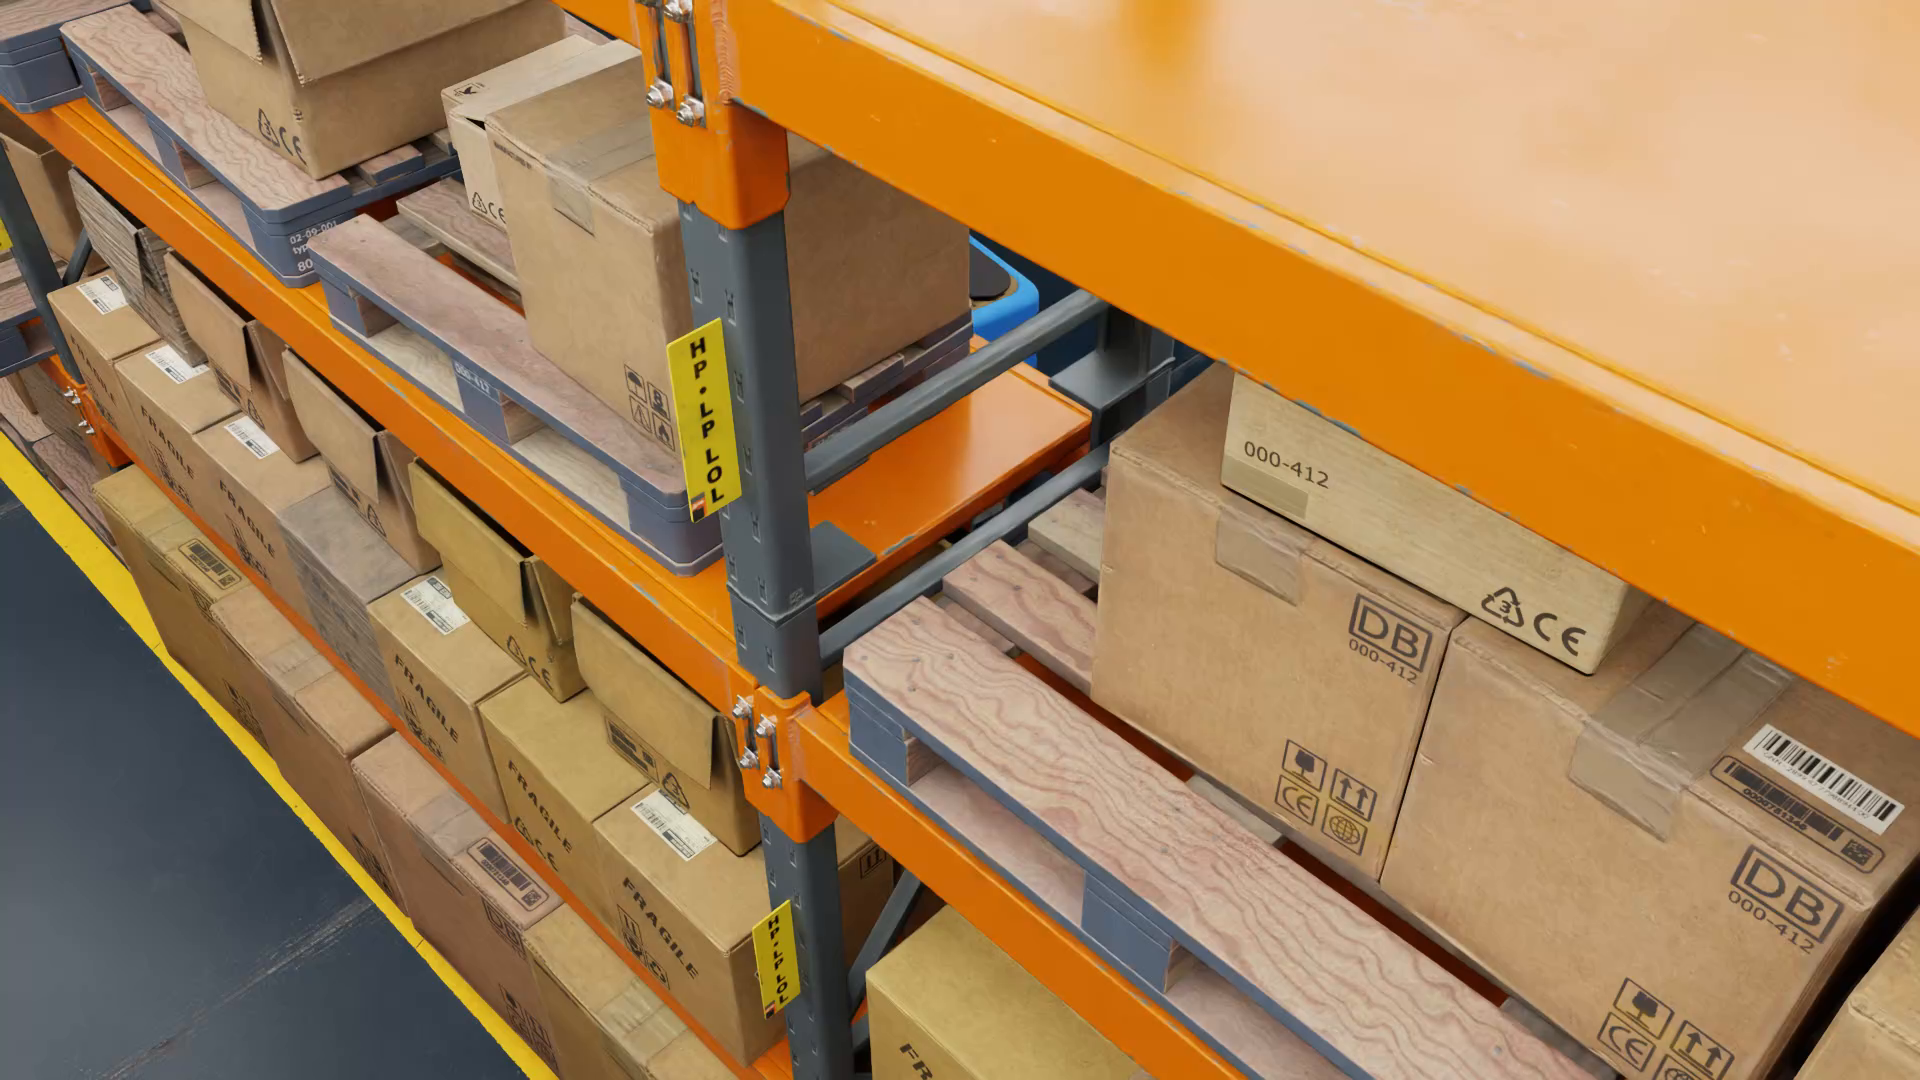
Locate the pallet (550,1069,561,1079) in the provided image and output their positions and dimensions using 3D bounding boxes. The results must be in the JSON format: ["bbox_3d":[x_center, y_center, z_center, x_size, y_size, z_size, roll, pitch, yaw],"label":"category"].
[{"bbox_3d":[-0.585,1.664,5.294,1.003,0.211,1.213,-34,53,-31],"label":"pallet"}]

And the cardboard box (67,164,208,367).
[{"bbox_3d":[-2.306,-0.994,5.303,0.797,0.503,0.637,-32,52,-30],"label":"cardboard box"}]

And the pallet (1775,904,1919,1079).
[{"bbox_3d":[1.441,0.889,1.933,1.003,0.211,1.213,-34,53,-31],"label":"pallet"}]

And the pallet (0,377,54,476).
[{"bbox_3d":[-4.219,-0.886,8.053,1.003,0.211,1.213,-34,53,-31],"label":"pallet"}]

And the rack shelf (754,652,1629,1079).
[{"bbox_3d":[1.426,1.098,2.172,1.077,0.370,4.000,-34,53,-31],"label":"rack shelf"}]

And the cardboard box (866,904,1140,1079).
[{"bbox_3d":[0.171,0.997,3.299,0.500,0.500,0.500,-34,53,-31],"label":"cardboard box"}]

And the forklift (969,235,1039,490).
[{"bbox_3d":[-0.924,-1.938,7.188,1.130,2.935,3.031,-26,49,-25],"label":"forklift"}]

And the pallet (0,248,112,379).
[{"bbox_3d":[-3.390,-1.169,6.446,1.213,0.211,1.003,-34,53,-31],"label":"pallet"}]

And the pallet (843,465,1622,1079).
[{"bbox_3d":[0.584,0.303,2.567,1.003,0.211,1.213,-34,53,-31],"label":"pallet"}]

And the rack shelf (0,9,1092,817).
[{"bbox_3d":[-1.399,-0.824,4.252,1.077,0.370,4.000,-34,53,-31],"label":"rack shelf"}]

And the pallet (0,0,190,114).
[{"bbox_3d":[-2.319,-1.696,4.804,1.213,0.211,1.003,-32,51,-30],"label":"pallet"}]

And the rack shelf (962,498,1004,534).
[{"bbox_3d":[0.047,-0.131,7.044,0.215,0.259,0.240,-28,50,-27],"label":"rack shelf"}]

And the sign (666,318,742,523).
[{"bbox_3d":[-0.364,-0.168,2.399,0.100,0.325,0.005,-34,53,-31],"label":"sign"}]

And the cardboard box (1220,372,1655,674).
[{"bbox_3d":[0.673,-0.176,2.010,0.500,0.250,0.500,31,51,29],"label":"cardboard box"}]

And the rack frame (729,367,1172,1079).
[{"bbox_3d":[0.014,0.974,3.986,1.000,3.000,0.127,-34,53,-31],"label":"rack frame"}]

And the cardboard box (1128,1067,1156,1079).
[{"bbox_3d":[0.513,1.238,3.039,0.500,0.500,0.500,-34,53,-31],"label":"cardboard box"}]

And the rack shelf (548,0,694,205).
[{"bbox_3d":[-1.399,-1.779,3.370,1.077,0.370,4.000,-34,53,-31],"label":"rack shelf"}]

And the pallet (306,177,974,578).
[{"bbox_3d":[-0.669,-0.474,3.484,1.217,0.209,0.805,32,52,30],"label":"pallet"}]

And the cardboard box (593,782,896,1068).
[{"bbox_3d":[-0.510,0.844,4.053,0.500,0.500,0.500,-34,52,-31],"label":"cardboard box"}]

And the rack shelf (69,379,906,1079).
[{"bbox_3d":[-1.399,0.277,5.270,1.077,0.370,4.000,-34,53,-31],"label":"rack shelf"}]

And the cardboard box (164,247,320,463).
[{"bbox_3d":[-1.848,-0.680,4.962,0.797,0.503,0.637,-33,52,-30],"label":"cardboard box"}]

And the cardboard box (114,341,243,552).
[{"bbox_3d":[-2.295,-0.374,5.371,0.500,0.500,0.500,33,52,30],"label":"cardboard box"}]

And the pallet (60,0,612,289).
[{"bbox_3d":[-1.527,-1.160,4.224,1.003,0.211,1.213,-32,51,-30],"label":"pallet"}]

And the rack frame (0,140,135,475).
[{"bbox_3d":[-2.811,-0.948,6.066,1.000,3.000,0.127,-34,53,-31],"label":"rack frame"}]

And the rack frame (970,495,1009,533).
[{"bbox_3d":[0.123,-0.278,6.777,0.200,1.050,0.008,-28,50,-27],"label":"rack frame"}]

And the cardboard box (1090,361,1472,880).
[{"bbox_3d":[0.609,-0.008,2.381,0.500,0.500,0.700,31,51,29],"label":"cardboard box"}]

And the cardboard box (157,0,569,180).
[{"bbox_3d":[-1.353,-1.270,3.819,0.637,0.503,0.797,34,52,31],"label":"cardboard box"}]

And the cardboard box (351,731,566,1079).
[{"bbox_3d":[-1.084,0.873,5.351,0.875,0.875,1.225,32,52,30],"label":"cardboard box"}]

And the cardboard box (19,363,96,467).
[{"bbox_3d":[-3.699,-0.764,7.385,0.500,0.500,0.700,30,50,28],"label":"cardboard box"}]

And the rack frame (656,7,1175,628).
[{"bbox_3d":[0.014,-1.229,1.950,1.000,3.000,0.127,-34,53,-31],"label":"rack frame"}]

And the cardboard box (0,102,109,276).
[{"bbox_3d":[-3.221,-1.379,6.149,0.500,0.500,0.500,28,50,27],"label":"cardboard box"}]

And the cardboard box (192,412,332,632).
[{"bbox_3d":[-1.930,-0.129,5.106,0.500,0.500,0.500,33,52,31],"label":"cardboard box"}]

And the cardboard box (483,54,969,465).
[{"bbox_3d":[-0.403,-0.592,3.088,0.700,0.500,0.500,-33,52,-30],"label":"cardboard box"}]

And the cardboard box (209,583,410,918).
[{"bbox_3d":[-1.714,0.452,5.807,1.225,0.875,0.875,-34,52,-31],"label":"cardboard box"}]

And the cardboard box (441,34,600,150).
[{"bbox_3d":[-0.932,-0.977,3.762,0.250,0.149,0.380,32,52,30],"label":"cardboard box"}]

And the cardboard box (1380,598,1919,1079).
[{"bbox_3d":[0.986,0.253,2.099,0.700,0.500,0.500,-31,51,-29],"label":"cardboard box"}]

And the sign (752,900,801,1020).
[{"bbox_3d":[-0.364,0.843,3.333,0.100,0.325,0.005,-34,53,-31],"label":"sign"}]

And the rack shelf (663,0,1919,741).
[{"bbox_3d":[1.426,0.143,1.290,1.077,0.370,4.000,-34,53,-31],"label":"rack shelf"}]

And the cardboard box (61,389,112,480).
[{"bbox_3d":[-3.298,-0.504,7.103,0.500,0.500,0.700,31,51,29],"label":"cardboard box"}]

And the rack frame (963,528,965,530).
[{"bbox_3d":[-0.028,-0.408,6.918,0.200,1.050,0.008,-28,50,-27],"label":"rack frame"}]

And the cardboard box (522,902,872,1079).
[{"bbox_3d":[-0.452,1.302,4.887,1.225,0.875,0.875,-34,52,-31],"label":"cardboard box"}]

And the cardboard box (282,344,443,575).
[{"bbox_3d":[-1.370,-0.360,4.617,0.797,0.503,0.637,-32,52,-30],"label":"cardboard box"}]

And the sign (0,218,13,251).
[{"bbox_3d":[-3.189,-1.079,5.413,0.100,0.325,0.005,-34,53,-31],"label":"sign"}]

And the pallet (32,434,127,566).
[{"bbox_3d":[-3.362,-0.300,7.419,1.003,0.211,1.213,-34,53,-31],"label":"pallet"}]

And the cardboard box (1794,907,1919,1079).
[{"bbox_3d":[1.254,0.572,1.754,0.700,0.500,0.500,-32,51,-30],"label":"cardboard box"}]

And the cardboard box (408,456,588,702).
[{"bbox_3d":[-0.920,-0.069,4.302,0.797,0.503,0.637,-33,52,-31],"label":"cardboard box"}]

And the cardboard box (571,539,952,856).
[{"bbox_3d":[-0.443,0.266,3.939,0.637,0.503,0.797,33,52,30],"label":"cardboard box"}]

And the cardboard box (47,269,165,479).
[{"bbox_3d":[-2.661,-0.621,5.638,0.500,0.500,0.500,-33,52,-30],"label":"cardboard box"}]

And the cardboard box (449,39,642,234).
[{"bbox_3d":[-0.697,-0.819,3.473,0.500,0.311,0.500,32,52,30],"label":"cardboard box"}]

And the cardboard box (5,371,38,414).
[{"bbox_3d":[-4.104,-1.033,7.676,0.700,0.500,0.500,-30,50,-28],"label":"cardboard box"}]

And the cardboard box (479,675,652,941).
[{"bbox_3d":[-0.855,0.602,4.314,0.500,0.500,0.500,-32,52,-30],"label":"cardboard box"}]

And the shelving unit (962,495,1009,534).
[{"bbox_3d":[0.047,-0.343,6.848,0.215,1.050,0.252,-28,50,-27],"label":"shelving unit"}]

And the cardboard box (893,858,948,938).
[{"bbox_3d":[-0.134,0.597,4.321,0.500,0.500,0.500,-34,52,-31],"label":"cardboard box"}]

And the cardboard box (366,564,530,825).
[{"bbox_3d":[-1.228,0.355,4.582,0.500,0.500,0.500,34,52,31],"label":"cardboard box"}]

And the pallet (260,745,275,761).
[{"bbox_3d":[-2.308,0.491,6.563,1.003,0.211,1.213,-34,53,-31],"label":"pallet"}]

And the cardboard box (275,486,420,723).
[{"bbox_3d":[-1.579,0.112,4.845,0.500,0.500,0.500,-34,52,-31],"label":"cardboard box"}]

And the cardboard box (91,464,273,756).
[{"bbox_3d":[-2.339,0.020,6.275,0.875,0.875,1.225,32,51,30],"label":"cardboard box"}]

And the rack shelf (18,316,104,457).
[{"bbox_3d":[-4.224,-1.645,7.350,1.077,0.370,4.000,-34,53,-31],"label":"rack shelf"}]
